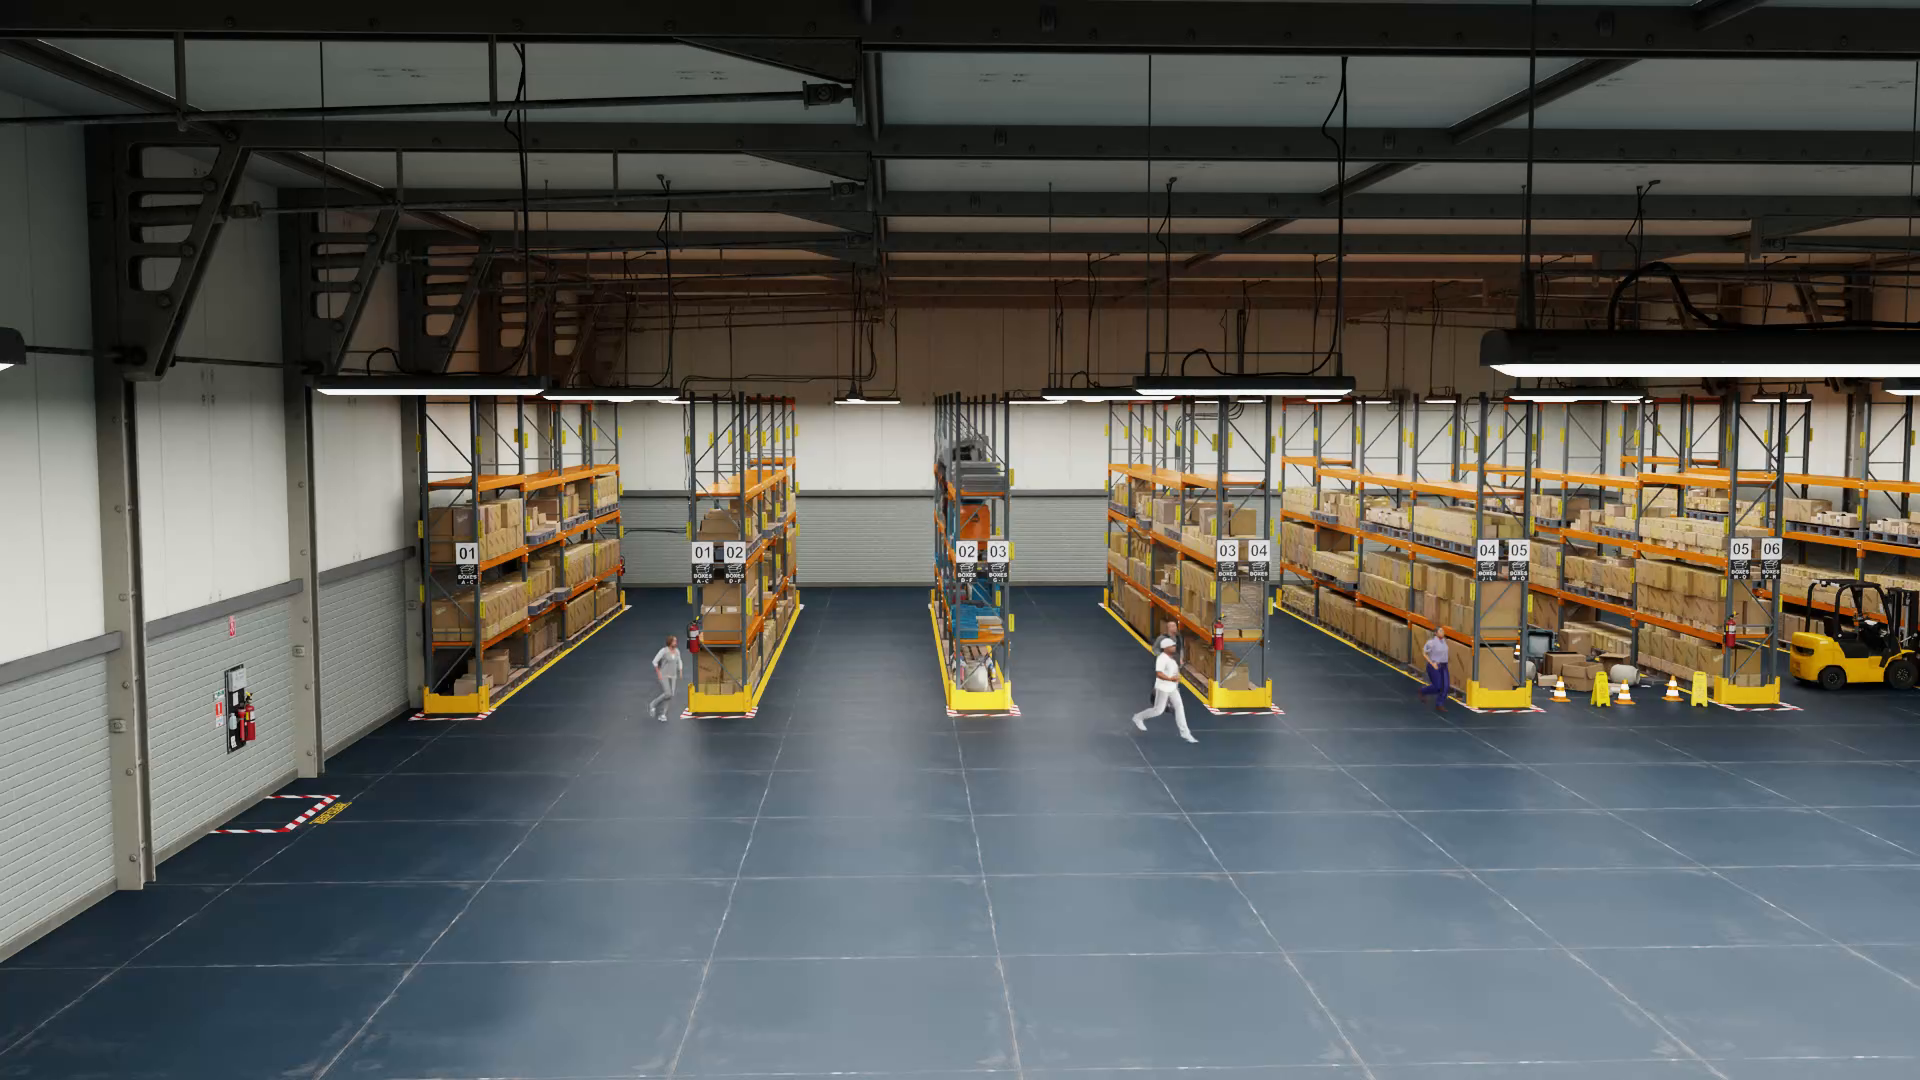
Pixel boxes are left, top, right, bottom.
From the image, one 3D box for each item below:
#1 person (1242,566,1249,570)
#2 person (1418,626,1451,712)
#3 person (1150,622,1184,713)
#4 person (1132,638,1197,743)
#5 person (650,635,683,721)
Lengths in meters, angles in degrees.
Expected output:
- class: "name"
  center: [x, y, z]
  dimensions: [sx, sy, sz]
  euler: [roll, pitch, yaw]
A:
- class: "person"
  center: [7.933, 1.152, 46.634]
  dimensions: [0.674, 1.653, 0.904]
  euler: [1, 5, 7]
- class: "person"
  center: [8.977, 2.415, 31.379]
  dimensions: [0.643, 1.605, 0.645]
  euler: [-3, 6, -34]
- class: "person"
  center: [3.948, 2.386, 31.426]
  dimensions: [0.667, 1.702, 0.582]
  euler: [-2, 5, -28]
- class: "person"
  center: [3.498, 2.568, 28.500]
  dimensions: [1.145, 1.773, 0.663]
  euler: [3, 5, 31]
- class: "person"
  center: [-5.332, 2.517, 30.419]
  dimensions: [0.519, 1.539, 0.594]
  euler: [4, 6, 44]
